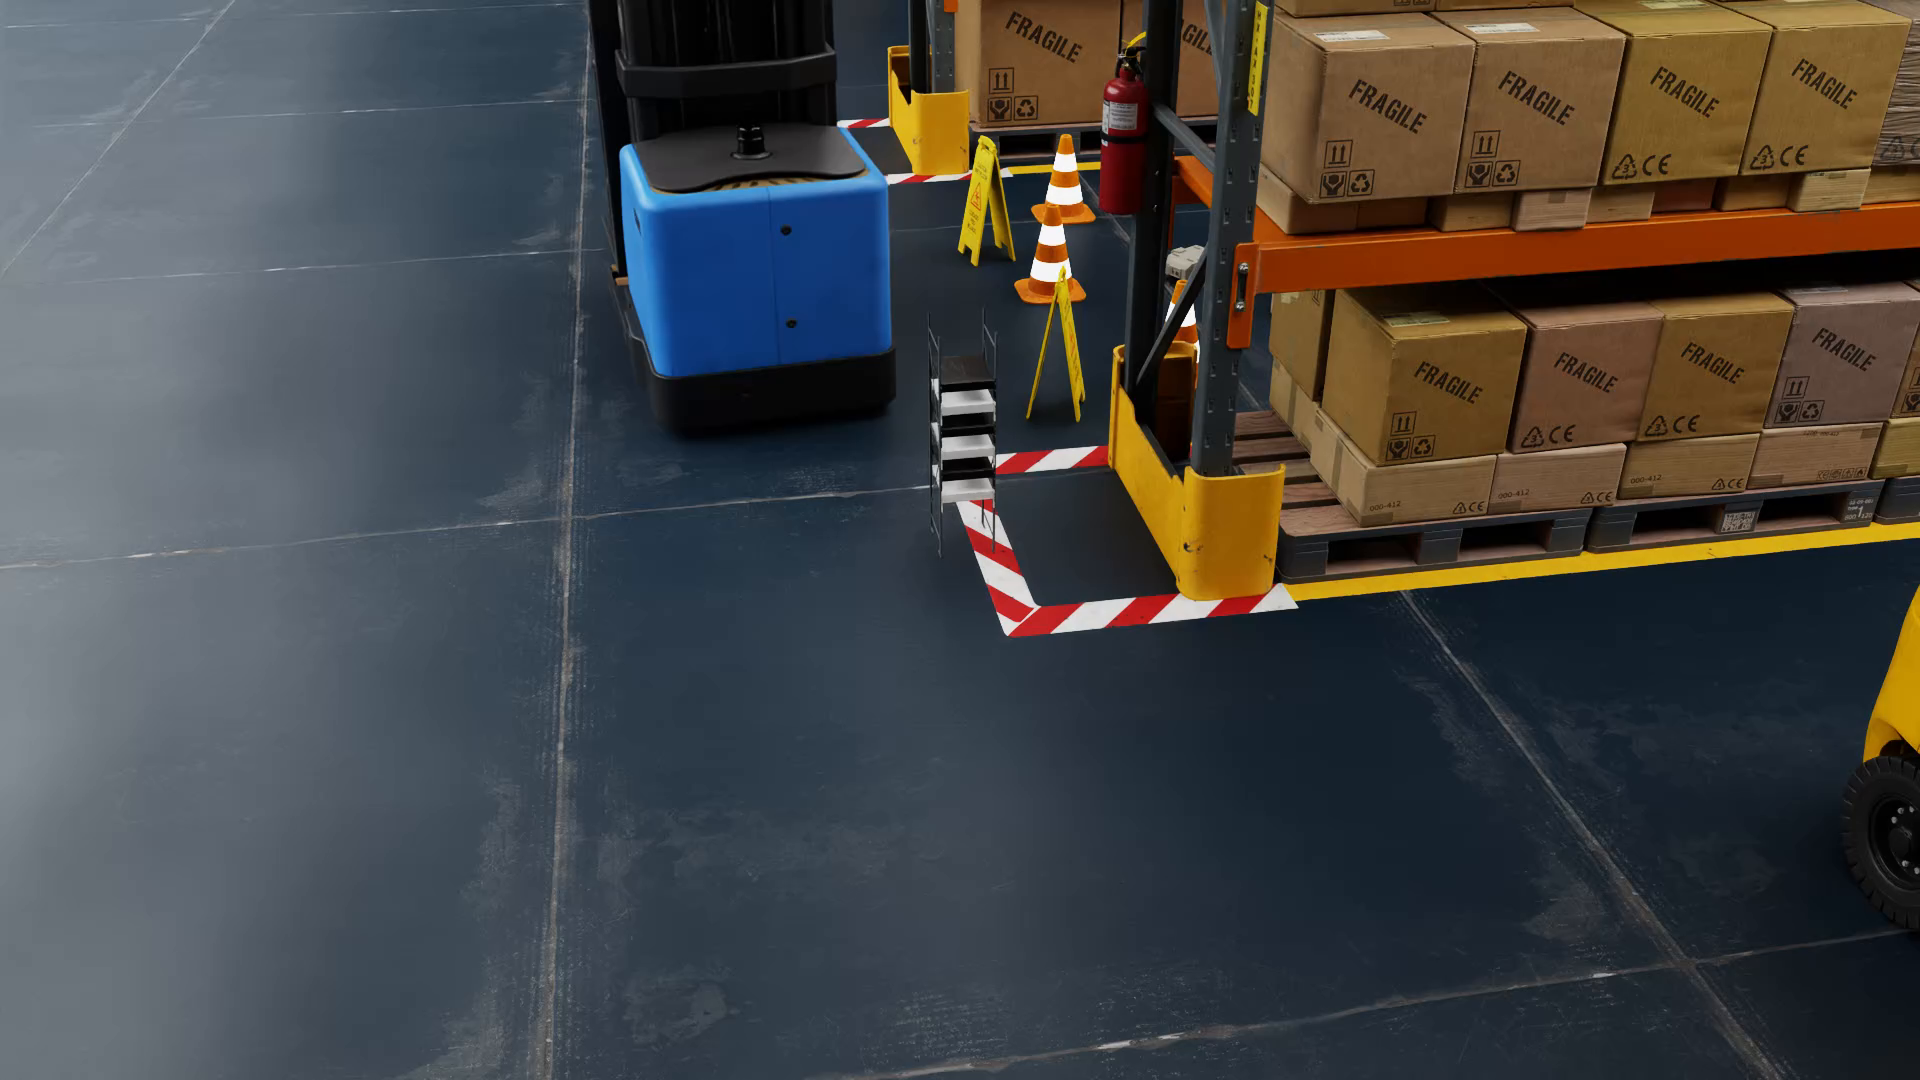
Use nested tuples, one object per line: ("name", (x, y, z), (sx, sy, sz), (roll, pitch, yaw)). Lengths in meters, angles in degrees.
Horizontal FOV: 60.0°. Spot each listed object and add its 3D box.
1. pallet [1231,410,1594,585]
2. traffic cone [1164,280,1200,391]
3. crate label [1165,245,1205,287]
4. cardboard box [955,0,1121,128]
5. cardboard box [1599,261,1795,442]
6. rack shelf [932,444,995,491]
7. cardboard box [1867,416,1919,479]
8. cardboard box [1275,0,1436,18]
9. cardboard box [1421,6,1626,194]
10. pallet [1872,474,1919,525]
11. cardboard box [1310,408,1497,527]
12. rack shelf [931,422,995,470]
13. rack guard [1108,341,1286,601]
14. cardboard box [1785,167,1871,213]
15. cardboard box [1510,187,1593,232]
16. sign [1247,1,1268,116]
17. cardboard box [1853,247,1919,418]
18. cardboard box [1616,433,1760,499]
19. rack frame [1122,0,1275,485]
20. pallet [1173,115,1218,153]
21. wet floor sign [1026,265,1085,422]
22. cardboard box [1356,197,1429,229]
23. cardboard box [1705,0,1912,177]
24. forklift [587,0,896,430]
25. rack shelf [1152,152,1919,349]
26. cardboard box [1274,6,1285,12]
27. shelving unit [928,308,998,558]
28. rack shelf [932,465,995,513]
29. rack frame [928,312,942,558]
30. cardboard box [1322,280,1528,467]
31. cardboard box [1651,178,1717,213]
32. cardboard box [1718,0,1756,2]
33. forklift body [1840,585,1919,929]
("pallet", (1.687, -0.228, 6.571), (1.213, 0.211, 1.003), (-5, 31, -9))
("traffic cone", (0.998, -0.955, 7.560), (0.334, 0.463, 0.336), (-5, 31, -9))
("crate label", (1.226, -1.440, 8.705), (0.298, 0.136, 0.250), (-23, 38, -34))
("cardboard box", (0.471, -3.185, 10.531), (0.875, 0.875, 0.875), (-5, 31, -9))
("cardboard box", (2.682, -0.715, 6.207), (0.500, 0.500, 0.500), (-5, 31, -8))
("rack shelf", (0.008, -0.282, 6.227), (0.200, 0.077, 0.258), (-5, 31, -9))
("cardboard box", (3.687, -0.486, 6.557), (0.500, 0.250, 0.500), (-6, 31, -10))
("cardboard box", (1.270, -2.124, 5.666), (0.500, 0.500, 0.700), (-6, 31, -10))
("cardboard box", (1.832, -1.491, 5.577), (0.500, 0.500, 0.500), (-4, 31, -7))
("pallet", (4.087, -0.451, 6.950), (1.213, 0.211, 1.003), (-5, 31, -9))
("cardboard box", (1.650, -0.298, 6.237), (0.500, 0.250, 0.500), (-6, 31, -9))
("rack shelf", (0.008, -0.360, 6.182), (0.200, 0.077, 0.258), (-5, 31, -9))
("rack guard", (0.882, -0.296, 6.401), (0.348, 0.500, 1.175), (-5, 31, -9))
("cardboard box", (2.978, -1.297, 5.887), (0.250, 0.149, 0.380), (-5, 31, -9))
("cardboard box", (1.958, -1.200, 5.721), (0.250, 0.149, 0.380), (-5, 31, -8))
("sign", (0.905, -1.469, 5.076), (0.005, 0.325, 0.100), (-5, 31, -9))
("cardboard box", (3.708, -0.815, 6.378), (0.500, 0.500, 0.500), (-5, 31, -8))
("cardboard box", (2.688, -0.397, 6.406), (0.500, 0.250, 0.500), (-3, 31, -6))
("rack frame", (0.807, -1.366, 5.756), (0.127, 3.000, 1.000), (-5, 31, -9))
("pallet", (1.786, -2.845, 11.021), (1.213, 0.211, 1.003), (-5, 31, -9))
("wet floor sign", (0.428, -0.868, 7.231), (0.232, 0.644, 0.267), (5, 31, 8))
("cardboard box", (1.424, -1.216, 5.748), (0.250, 0.149, 0.380), (-5, 31, -8))
("cardboard box", (2.832, -1.589, 5.743), (0.500, 0.500, 0.500), (-6, 31, -10))
("forklift", (-1.183, -2.465, 7.693), (1.130, 2.935, 3.031), (-8, 31, -14))
("rack shelf", (2.774, -1.239, 6.249), (4.000, 0.370, 1.077), (-5, 31, -9))
("cardboard box", (1.291, -1.725, 5.973), (0.500, 0.500, 0.500), (-6, 31, -10))
("shelving unit", (0.008, -0.389, 6.165), (0.210, 0.900, 0.258), (-5, 31, -9))
("rack shelf", (0.008, -0.205, 6.273), (0.200, 0.077, 0.258), (-5, 31, -9))
("rack frame", (-0.092, -0.379, 6.149), (0.006, 0.900, 0.240), (-5, 31, -9))
("cardboard box", (1.674, -0.624, 6.051), (0.500, 0.500, 0.500), (-6, 31, -11))
("cardboard box", (2.455, -1.294, 5.882), (0.250, 0.149, 0.380), (-4, 31, -7))
("cardboard box", (2.768, -2.241, 5.865), (0.500, 0.500, 0.700), (-5, 31, -9))
("forklift body", (3.242, 0.391, 3.604), (1.214, 2.155, 2.313), (-5, 31, -9))
